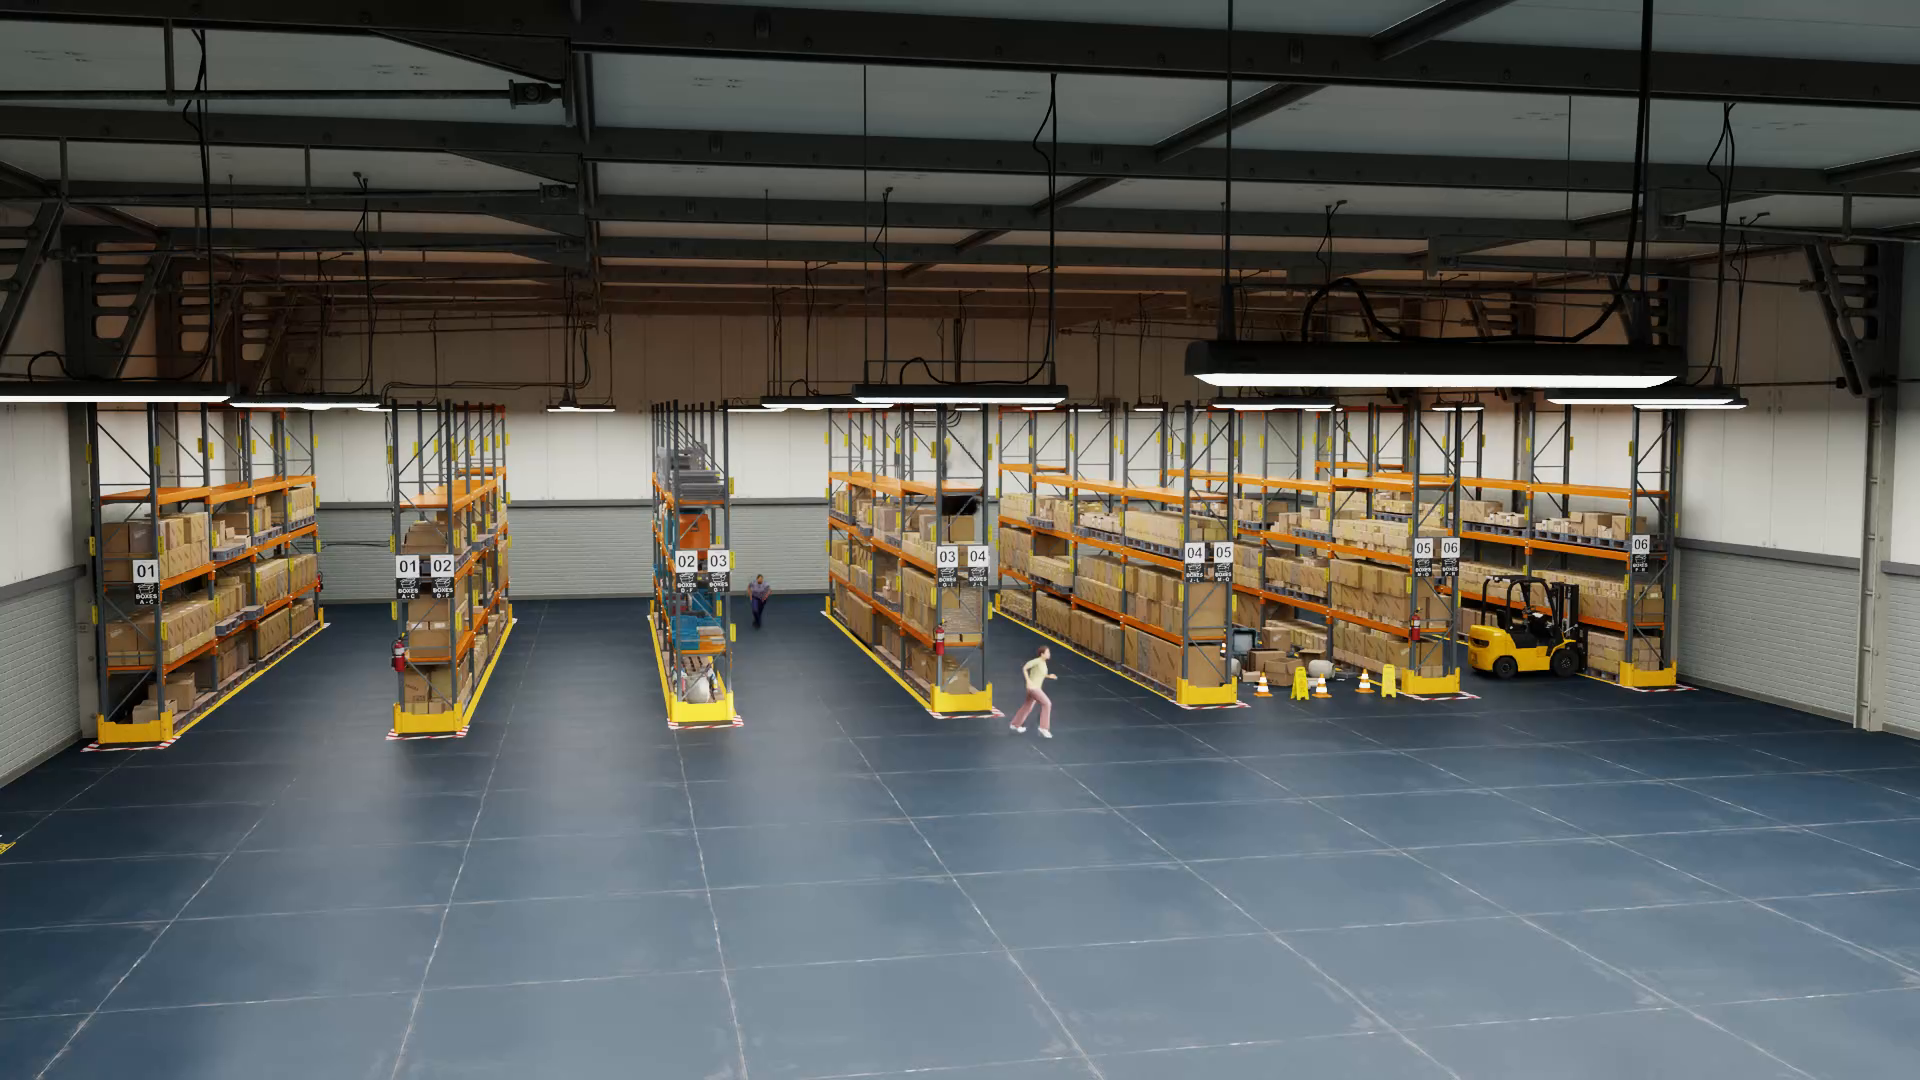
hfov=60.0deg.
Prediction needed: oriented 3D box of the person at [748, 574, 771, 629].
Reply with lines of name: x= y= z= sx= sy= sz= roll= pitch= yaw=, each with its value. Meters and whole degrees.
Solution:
person: x=-5.411 y=1.635 z=44.797 sx=0.613 sy=1.507 sz=0.940 roll=-1 pitch=4 yaw=-11

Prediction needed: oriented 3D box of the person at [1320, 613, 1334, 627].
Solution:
person: x=9.562 y=1.669 z=43.280 sx=0.549 sy=1.611 sz=0.713 roll=-1 pitch=4 yaw=-11

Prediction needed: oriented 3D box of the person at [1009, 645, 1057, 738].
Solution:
person: x=1.279 y=2.691 z=29.623 sx=0.863 sy=1.657 sz=0.595 roll=2 pitch=5 yaw=19

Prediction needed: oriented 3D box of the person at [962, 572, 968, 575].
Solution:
person: x=0.318 y=1.168 z=48.954 sx=0.737 sy=1.742 sz=0.574 roll=3 pitch=5 yaw=30
